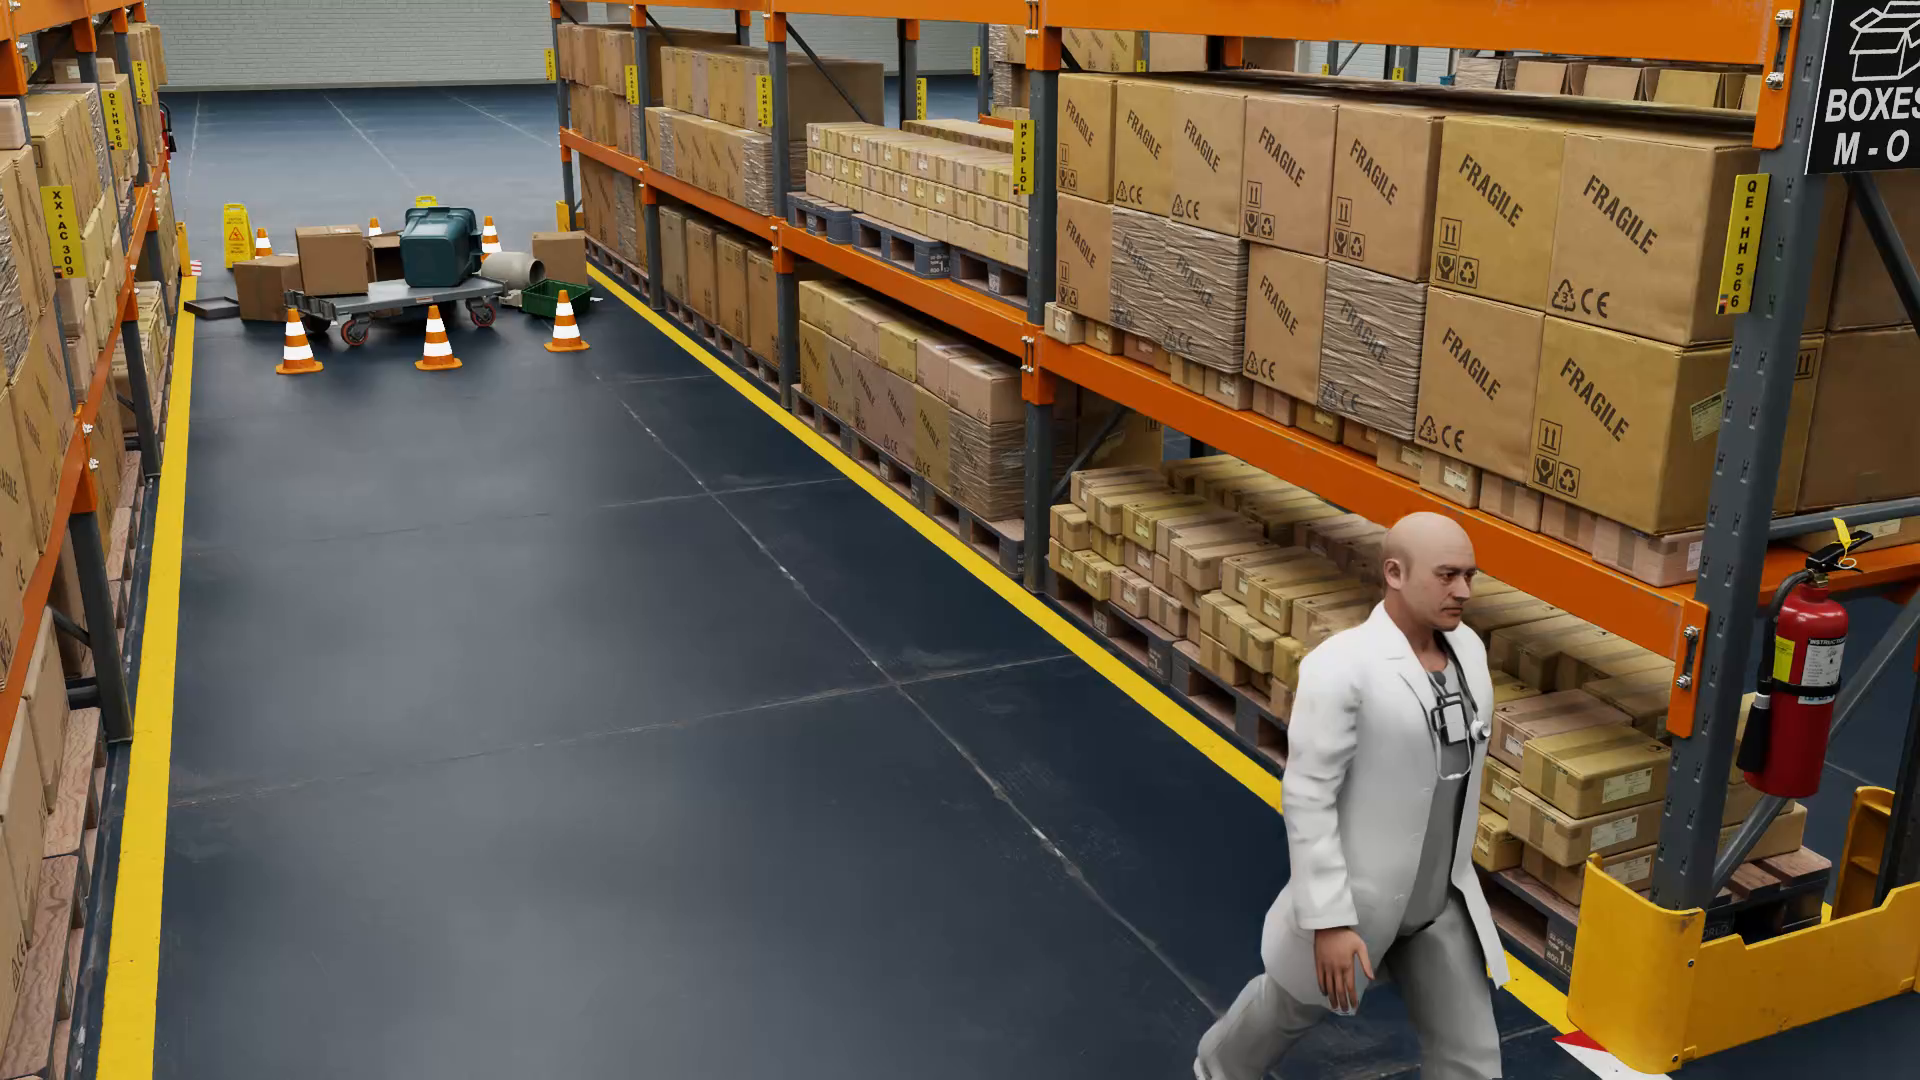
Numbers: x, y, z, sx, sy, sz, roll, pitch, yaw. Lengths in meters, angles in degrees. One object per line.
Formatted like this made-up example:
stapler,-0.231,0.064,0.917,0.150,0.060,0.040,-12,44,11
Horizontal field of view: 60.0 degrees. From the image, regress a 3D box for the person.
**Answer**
person,0.983,0.789,3.739,0.643,1.724,1.130,-10,21,-27
